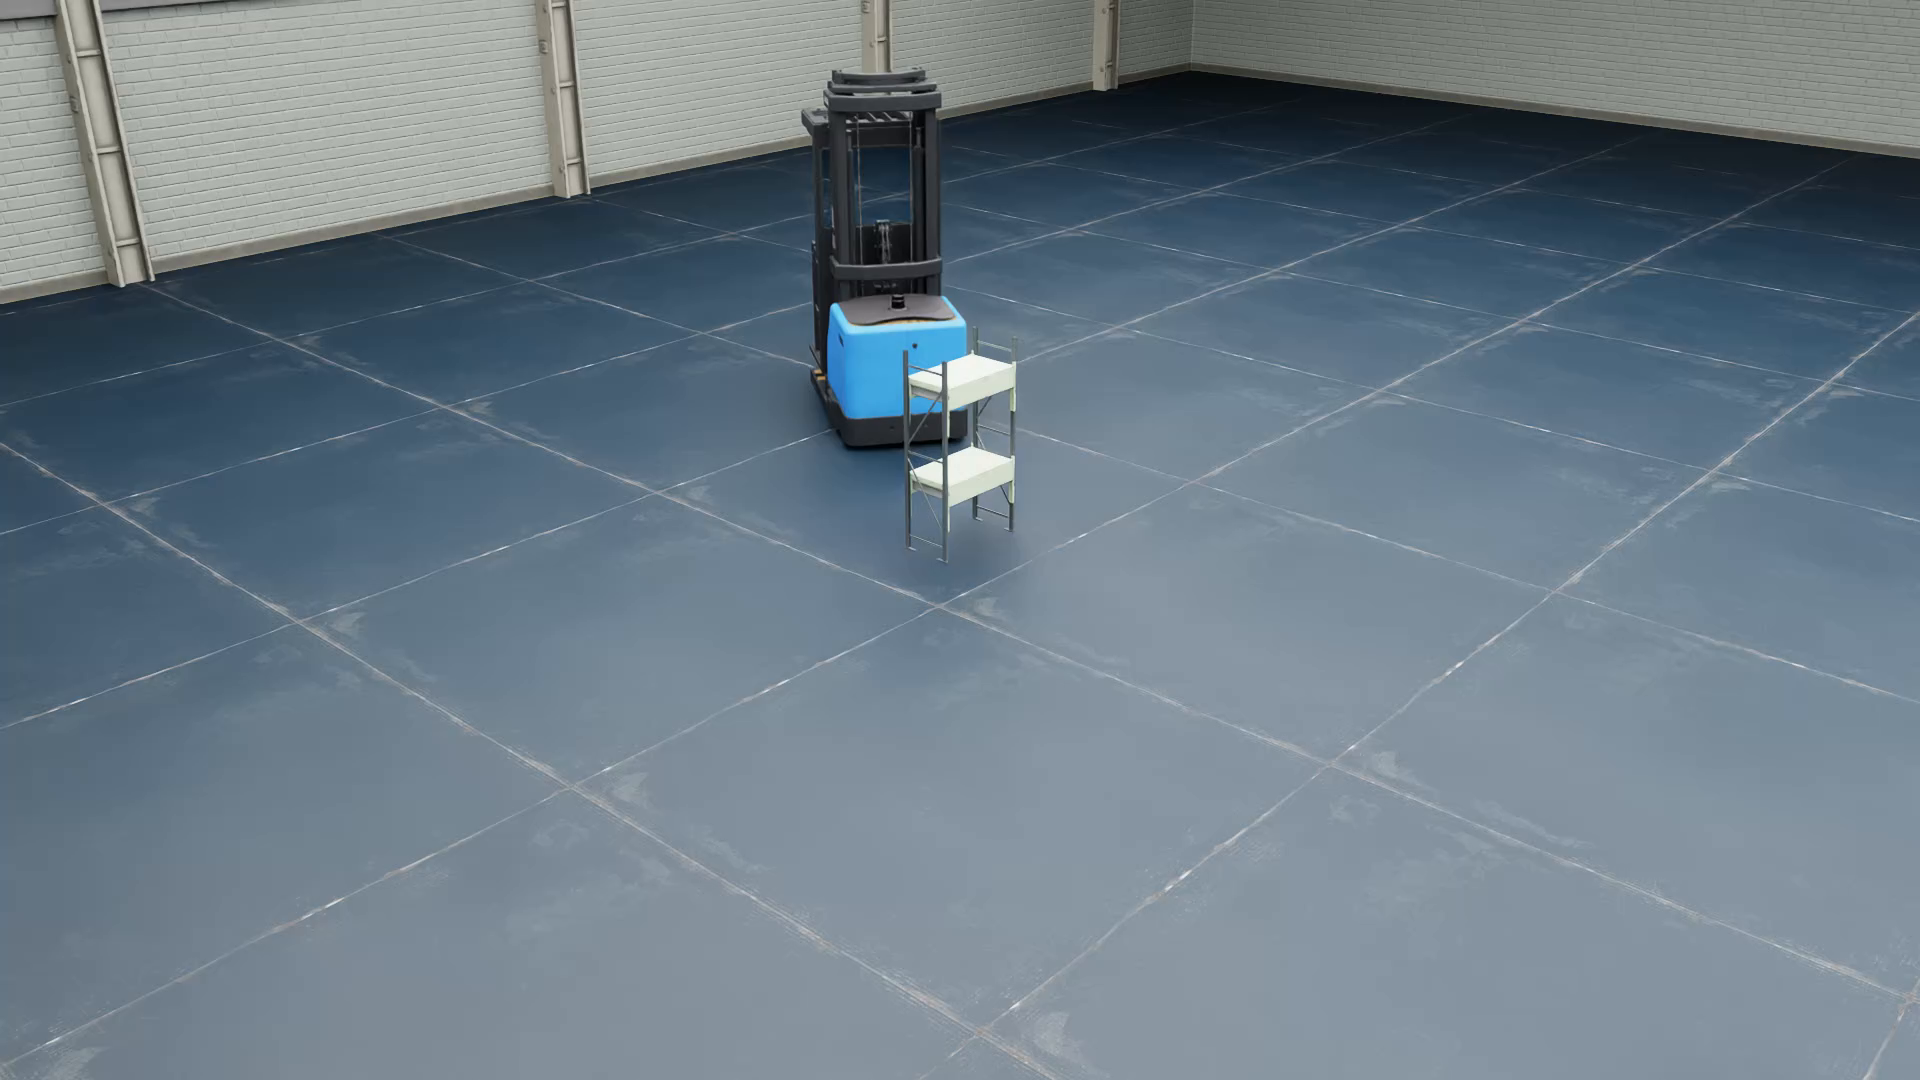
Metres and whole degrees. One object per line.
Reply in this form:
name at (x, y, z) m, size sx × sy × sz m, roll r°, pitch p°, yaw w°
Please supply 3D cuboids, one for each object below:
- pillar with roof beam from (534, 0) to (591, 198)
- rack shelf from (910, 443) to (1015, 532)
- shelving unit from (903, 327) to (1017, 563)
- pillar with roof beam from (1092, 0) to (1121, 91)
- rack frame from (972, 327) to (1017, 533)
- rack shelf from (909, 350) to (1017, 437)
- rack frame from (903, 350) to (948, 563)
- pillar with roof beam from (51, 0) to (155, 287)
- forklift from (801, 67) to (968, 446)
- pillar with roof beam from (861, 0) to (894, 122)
pillar with roof beam at (-2.110, -7.671, 18.330) m, size 9.100 × 9.000 × 0.400 m, roll 20°, pitch 31°, yaw 38°
rack shelf at (0.004, -0.389, 12.052) m, size 0.431 × 0.370 × 0.720 m, roll 20°, pitch 31°, yaw 38°
shelving unit at (0.004, -0.686, 11.919) m, size 0.431 × 1.500 × 0.755 m, roll 20°, pitch 31°, yaw 38°
pillar with roof beam at (5.899, -11.327, 26.485) m, size 9.100 × 9.000 × 0.400 m, roll 20°, pitch 31°, yaw 38°
rack frame at (0.249, -0.798, 12.168) m, size 0.400 × 1.500 × 0.023 m, roll 20°, pitch 31°, yaw 38°
rack shelf at (0.004, -1.042, 11.759) m, size 0.431 × 0.370 × 0.720 m, roll 20°, pitch 31°, yaw 38°
rack frame at (-0.240, -0.575, 11.670) m, size 0.400 × 1.500 × 0.023 m, roll 20°, pitch 31°, yaw 38°
pillar with roof beam at (-6.114, -5.843, 14.253) m, size 9.100 × 9.000 × 0.400 m, roll 20°, pitch 31°, yaw 38°
forklift at (-0.762, -2.692, 14.642) m, size 1.130 × 2.935 × 3.031 m, roll -5°, pitch 25°, yaw -12°
pillar with roof beam at (1.894, -9.499, 22.408) m, size 9.100 × 9.000 × 0.400 m, roll 20°, pitch 31°, yaw 38°
